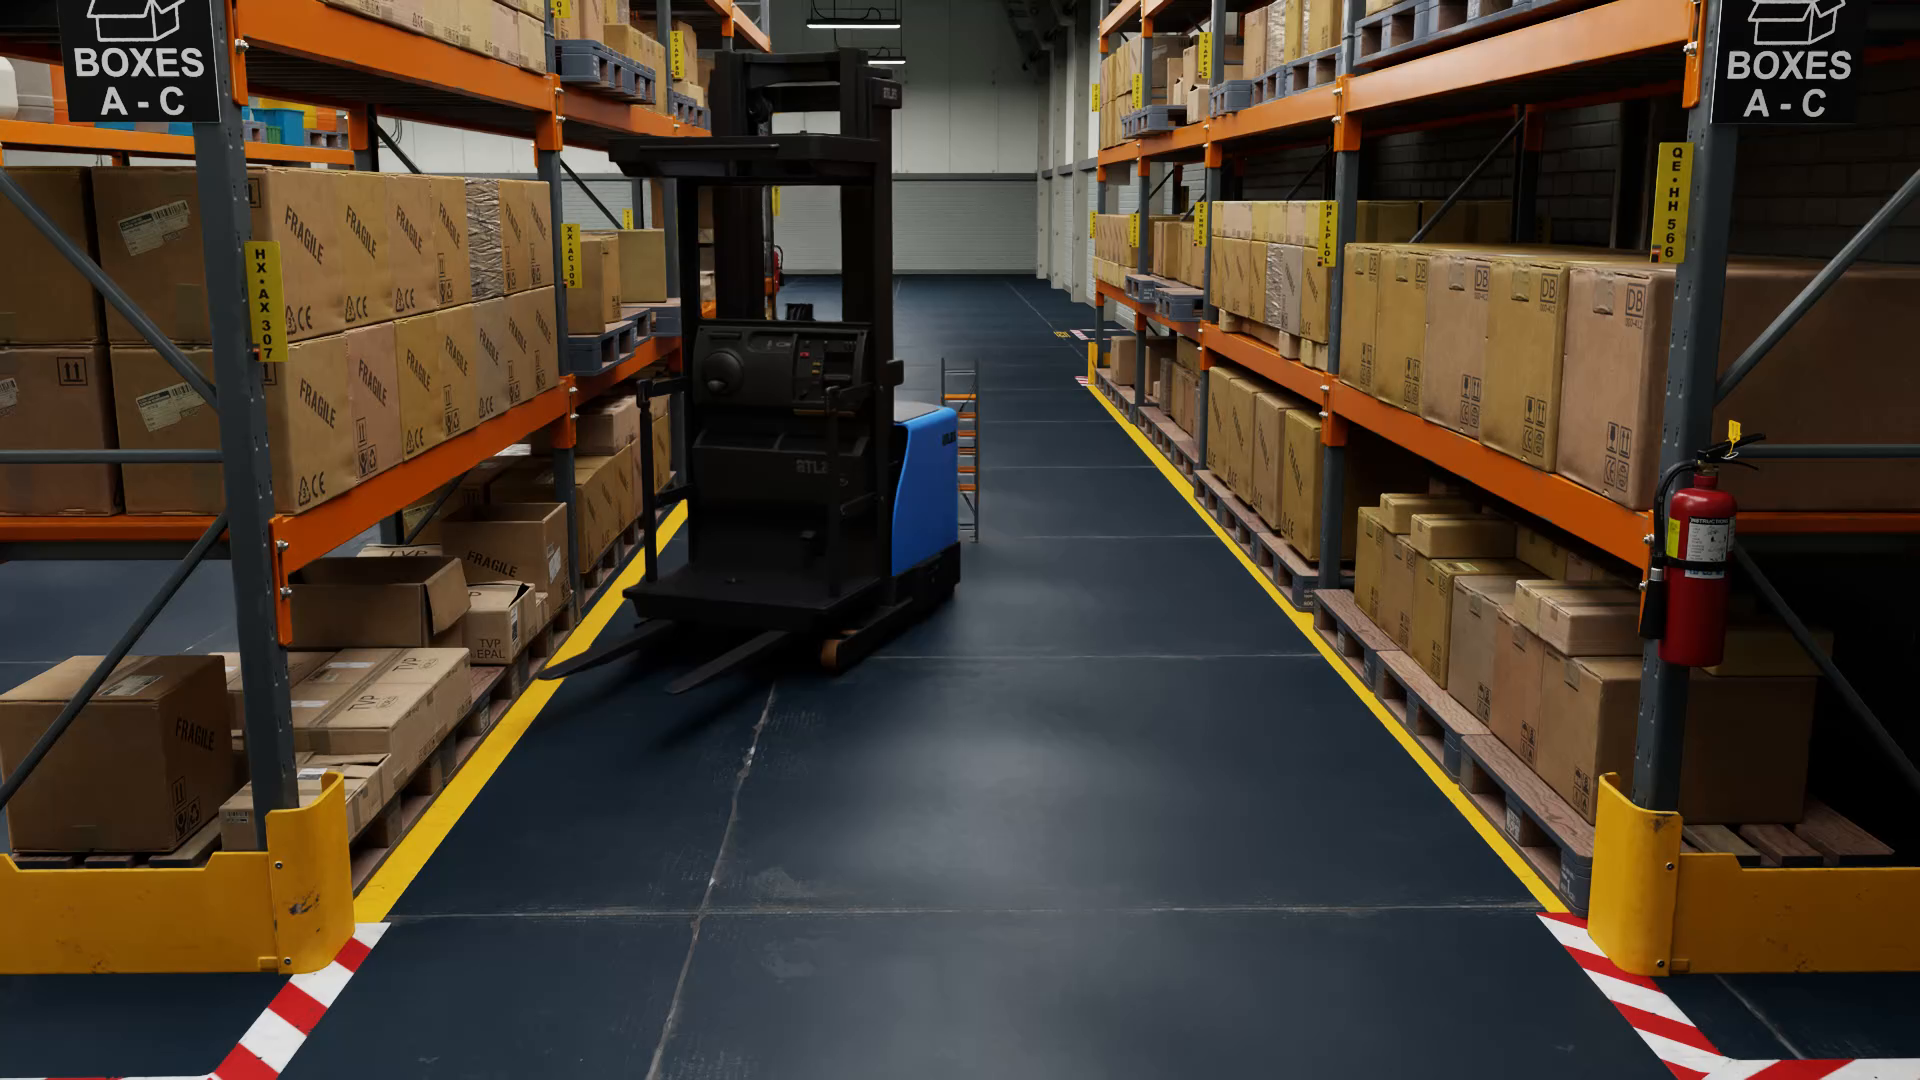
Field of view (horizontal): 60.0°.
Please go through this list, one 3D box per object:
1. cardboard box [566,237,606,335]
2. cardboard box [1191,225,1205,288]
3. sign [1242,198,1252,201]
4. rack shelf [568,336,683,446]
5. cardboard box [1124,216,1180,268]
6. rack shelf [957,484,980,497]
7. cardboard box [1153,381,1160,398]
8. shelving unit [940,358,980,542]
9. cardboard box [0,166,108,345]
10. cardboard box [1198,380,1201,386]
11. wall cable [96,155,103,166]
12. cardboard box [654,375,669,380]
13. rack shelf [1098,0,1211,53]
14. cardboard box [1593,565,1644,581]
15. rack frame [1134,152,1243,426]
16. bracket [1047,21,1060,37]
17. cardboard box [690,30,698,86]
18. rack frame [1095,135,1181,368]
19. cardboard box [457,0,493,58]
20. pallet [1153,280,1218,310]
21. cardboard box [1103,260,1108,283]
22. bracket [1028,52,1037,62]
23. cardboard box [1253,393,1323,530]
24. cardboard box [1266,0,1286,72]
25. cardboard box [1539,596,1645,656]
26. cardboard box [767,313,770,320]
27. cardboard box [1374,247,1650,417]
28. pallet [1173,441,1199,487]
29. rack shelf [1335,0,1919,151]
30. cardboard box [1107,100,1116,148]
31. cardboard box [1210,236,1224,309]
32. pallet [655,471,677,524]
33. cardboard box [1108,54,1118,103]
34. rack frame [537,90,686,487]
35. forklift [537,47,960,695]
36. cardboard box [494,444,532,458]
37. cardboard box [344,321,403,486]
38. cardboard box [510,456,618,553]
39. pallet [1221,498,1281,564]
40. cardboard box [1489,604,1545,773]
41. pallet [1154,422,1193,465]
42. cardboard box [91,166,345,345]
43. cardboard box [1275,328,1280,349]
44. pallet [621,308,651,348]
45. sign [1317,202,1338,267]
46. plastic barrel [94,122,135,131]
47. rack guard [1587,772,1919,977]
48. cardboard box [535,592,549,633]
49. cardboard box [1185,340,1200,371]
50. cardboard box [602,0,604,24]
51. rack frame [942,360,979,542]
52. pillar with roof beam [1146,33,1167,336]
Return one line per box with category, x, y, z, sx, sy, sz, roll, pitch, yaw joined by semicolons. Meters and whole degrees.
cardboard box;-2.311;-1.369;8.957;0.700;0.500;0.500;-4;12;-20
cardboard box;2.287;-2.305;13.517;0.700;0.500;0.500;-1;12;-7
sign;2.818;-3.201;16.382;0.100;0.325;0.005;0;11;-1
rack shelf;-2.566;-1.064;10.571;1.077;0.370;4.000;0;11;-1
cardboard box;1.944;-3.027;16.878;0.500;0.500;0.500;0;11;-1
rack shelf;0.000;-0.312;11.011;0.258;0.103;0.180;0;11;-1
cardboard box;2.222;-1.564;17.244;0.380;0.166;0.250;-2;12;-9
shelving unit;0.000;-0.591;10.954;0.258;1.200;0.189;0;11;-1
cardboard box;-2.726;-0.851;4.942;0.500;0.500;0.500;0;11;-2
cardboard box;2.384;-1.072;13.979;0.700;0.500;0.500;0;11;-1
wall cable;-27.792;-11.134;51.116;3.097;2.526;0.112;0;11;-1
cardboard box;-2.352;-1.259;14.169;0.500;0.311;0.500;-1;11;-3
rack shelf;2.222;-5.614;17.918;1.077;0.370;4.000;0;11;-1
cardboard box;2.583;0.191;6.174;0.380;0.149;0.250;0;11;-1
rack frame;2.263;-2.631;16.483;1.000;3.000;0.127;0;11;-1
bracket;2.270;-12.169;39.357;0.076;0.066;4.783;0;11;-1
cardboard box;-2.716;-4.457;15.374;0.500;0.500;0.500;0;11;0
rack frame;2.180;-3.426;20.402;1.000;3.000;0.127;0;11;-1
cardboard box;-2.230;-2.122;6.806;0.500;0.250;0.500;0;11;-1
pallet;2.264;-2.135;14.521;1.003;0.211;1.213;0;11;-1
cardboard box;1.902;-3.060;18.922;0.500;0.250;0.500;0;11;-2
bracket;2.093;-13.874;47.760;0.235;0.232;0.430;0;11;-1
cardboard box;2.263;-0.498;10.321;0.750;0.750;0.750;0;11;1
cardboard box;2.476;-3.369;11.219;0.700;0.500;0.500;-1;12;-4
cardboard box;2.212;0.292;5.673;0.380;0.149;0.250;0;11;-2
cardboard box;-2.428;-2.327;18.956;0.500;0.500;0.500;0;11;-1
cardboard box;2.433;-0.935;7.367;0.980;0.700;0.700;-1;11;-3
pallet;2.331;-0.624;13.606;1.003;0.211;1.213;0;11;-1
rack shelf;2.470;-1.760;6.458;1.077;0.370;4.000;0;11;-1
cardboard box;1.927;-4.677;18.723;0.500;0.500;0.500;0;11;1
cardboard box;2.100;-1.943;12.041;0.500;0.500;0.500;0;11;1
pallet;-2.629;-0.299;12.004;1.003;0.211;1.213;0;11;-1
cardboard box;1.927;-5.166;18.615;0.500;0.500;0.500;0;11;0
rack frame;-2.607;-1.815;12.459;1.000;3.000;0.127;0;11;-1
forklift;-0.973;-0.894;8.093;1.130;2.935;3.031;4;12;19
cardboard box;-2.833;-0.305;10.198;0.500;0.500;0.500;0;11;0
cardboard box;-2.203;-0.465;5.556;0.500;0.500;0.500;0;11;-2
cardboard box;-2.313;-0.213;9.746;0.500;0.500;0.500;0;11;0
pallet;2.309;-0.070;10.874;1.003;0.211;1.213;0;11;-1
cardboard box;2.386;0.536;6.105;0.700;0.500;0.500;0;11;-1
pallet;2.309;-0.866;14.799;1.003;0.211;1.213;0;11;-1
cardboard box;-2.187;-0.853;4.951;0.500;0.500;0.500;0;11;1
cardboard box;2.156;-1.246;10.238;0.380;0.149;0.250;-1;11;-3
pallet;-2.562;-1.334;10.573;1.003;0.211;1.213;0;11;-1
sign;1.886;-1.565;8.516;0.100;0.325;0.005;0;11;-1
plastic barrel;-7.388;-3.946;14.158;0.600;0.901;0.708;0;11;-1
rack guard;2.511;0.984;4.950;1.175;0.500;0.348;0;11;-1
cardboard box;-2.161;0.348;7.861;0.380;0.149;0.250;0;11;-1
cardboard box;2.322;-1.652;14.951;0.500;0.250;0.500;-1;11;-3
cardboard box;-2.583;-3.534;10.625;0.500;0.500;0.500;0;11;-1
rack frame;0.002;-0.573;10.864;0.240;1.200;0.006;0;11;-1
pillar with roof beam;-1.369;-7.405;24.929;9.100;9.000;0.400;0;11;-1
